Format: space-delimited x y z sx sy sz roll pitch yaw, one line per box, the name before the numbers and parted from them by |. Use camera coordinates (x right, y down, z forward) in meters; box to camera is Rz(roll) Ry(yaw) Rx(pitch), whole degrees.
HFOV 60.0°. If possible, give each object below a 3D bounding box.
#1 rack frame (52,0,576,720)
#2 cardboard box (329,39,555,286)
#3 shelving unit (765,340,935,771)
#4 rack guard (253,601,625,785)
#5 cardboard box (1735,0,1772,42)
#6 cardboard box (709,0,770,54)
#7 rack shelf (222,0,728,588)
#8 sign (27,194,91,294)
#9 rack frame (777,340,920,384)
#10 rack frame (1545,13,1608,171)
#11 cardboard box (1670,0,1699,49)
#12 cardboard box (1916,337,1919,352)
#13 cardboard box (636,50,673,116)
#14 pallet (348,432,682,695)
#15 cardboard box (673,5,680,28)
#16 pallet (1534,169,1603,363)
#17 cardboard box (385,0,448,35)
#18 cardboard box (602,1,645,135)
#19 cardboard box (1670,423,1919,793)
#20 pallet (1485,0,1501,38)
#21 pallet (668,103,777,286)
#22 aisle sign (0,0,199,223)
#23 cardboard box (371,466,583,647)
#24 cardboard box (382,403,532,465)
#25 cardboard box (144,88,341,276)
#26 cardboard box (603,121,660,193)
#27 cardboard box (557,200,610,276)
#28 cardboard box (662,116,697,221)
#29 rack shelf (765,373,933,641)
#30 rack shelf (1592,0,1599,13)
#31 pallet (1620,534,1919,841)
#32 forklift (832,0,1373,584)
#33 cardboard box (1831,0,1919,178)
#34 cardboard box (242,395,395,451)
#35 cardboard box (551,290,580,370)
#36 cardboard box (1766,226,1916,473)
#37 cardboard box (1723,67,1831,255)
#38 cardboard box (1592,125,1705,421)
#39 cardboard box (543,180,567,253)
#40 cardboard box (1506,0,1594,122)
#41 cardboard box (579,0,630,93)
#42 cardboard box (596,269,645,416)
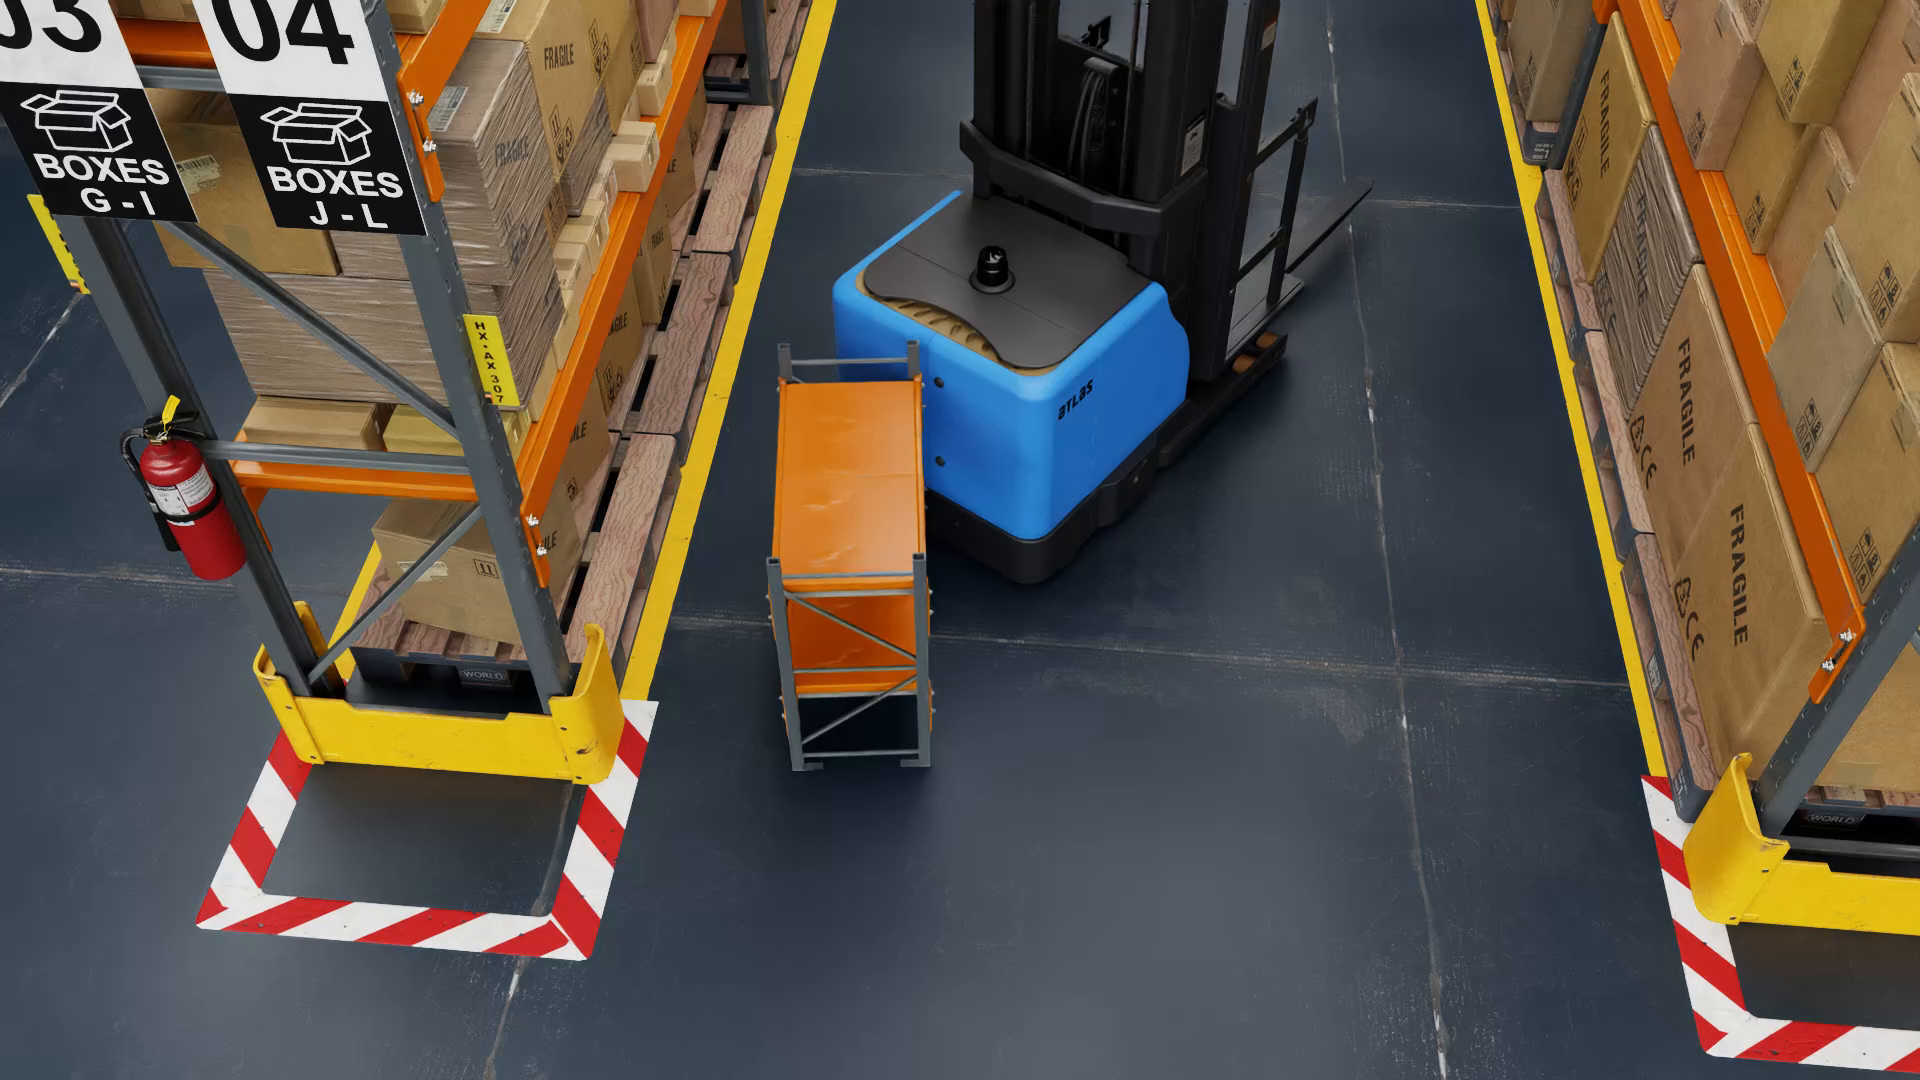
rack frame | -1.841 -0.240 4.963 1.000 3.000 0.127 4 48 4
cardboard box | -1.519 -1.097 4.800 0.500 0.500 0.500 4 48 4
shelving unit | -0.375 0.063 5.956 0.538 1.125 1.048 -2 48 -1
rack guard | -1.834 0.548 5.936 1.175 0.500 0.348 4 48 4
cardboard box | 3.266 -2.118 5.847 0.875 0.550 0.550 4 48 4
cardboard box | -1.399 -2.934 8.822 0.700 0.500 0.500 1 48 1
rack shelf | -1.658 -1.467 6.572 1.077 0.370 4.000 4 48 4
sign | -2.392 -0.789 4.466 0.100 0.325 0.005 4 48 4
rack frame | -0.395 -0.312 6.299 0.500 1.125 0.032 -2 48 -1
rack frame | 3.454 -2.771 7.278 1.000 3.000 0.127 4 48 4
cardboard box | 3.405 -2.144 6.603 0.875 0.550 0.550 4 48 4
cardboard box | 3.162 -0.517 4.383 0.875 0.550 0.550 4 48 4
cardboard box | -1.354 -1.815 6.574 0.380 0.149 0.250 4 48 4
pallet | -1.725 0.051 6.586 1.003 0.211 1.213 4 48 4
cardboard box | -1.384 -2.188 6.915 0.380 0.149 0.250 4 48 4
pallet | 3.307 -1.277 7.801 1.003 0.211 1.213 4 48 4
cardboard box | -1.539 -1.538 4.219 0.500 0.250 0.500 5 48 5
cardboard box | -1.691 -1.883 6.196 0.875 0.500 0.500 4 48 4
cardboard box | 3.085 0.241 5.678 0.875 0.875 0.875 4 48 4
pallet | 3.558 -3.301 9.652 1.003 0.211 1.213 4 48 4
pallet | -1.502 -1.742 8.226 1.003 0.211 1.213 4 48 4
aisle sign | -2.145 -1.092 3.980 0.394 0.787 0.004 4 48 4
cardboard box | -1.767 0.004 6.149 0.500 0.500 0.500 12 49 11
cardboard box | -1.577 -0.349 5.232 0.380 0.149 0.250 4 48 4
cardboard box | -2.037 -1.132 4.832 0.500 0.500 0.500 4 48 4
cardboard box | -1.344 -1.444 6.234 0.380 0.149 0.250 4 48 4
cardboard box | -1.466 -1.082 5.903 0.380 0.149 0.250 4 48 4
cardboard box | -1.597 -1.765 7.767 0.500 0.500 0.500 18 50 16
rack shelf | -0.375 -0.135 5.740 0.538 0.278 1.000 -2 48 -1
rack shelf | 3.636 -3.998 8.888 1.077 0.370 4.000 4 48 4
pallet | 3.084 0.516 6.161 1.003 0.211 1.213 4 48 4
forklift | 0.809 -1.854 6.485 1.130 2.935 3.031 30 54 25
cardboard box | 3.306 -1.330 5.126 0.875 0.550 0.550 4 48 4
cardboard box | -2.020 -0.378 5.260 0.380 0.149 0.250 4 48 4
cardboard box | -1.498 -0.714 5.566 0.380 0.149 0.250 4 48 4
cardboard box | 3.107 -0.564 5.157 0.875 0.550 0.550 4 48 4
cardboard box | 3.290 -1.359 5.885 0.875 0.550 0.500 4 48 4
cardboard box | 3.249 -1.076 6.883 0.875 0.875 0.875 4 48 4
cardboard box | -1.837 -1.152 5.527 0.875 0.500 0.500 4 48 4
cardboard box | 3.421 -2.616 8.376 1.050 0.750 0.750 4 48 3
cardboard box | -1.422 -1.832 5.472 0.500 0.500 0.500 4 48 4
cardboard box | -1.671 -0.896 6.972 0.500 0.500 0.500 8 48 7
